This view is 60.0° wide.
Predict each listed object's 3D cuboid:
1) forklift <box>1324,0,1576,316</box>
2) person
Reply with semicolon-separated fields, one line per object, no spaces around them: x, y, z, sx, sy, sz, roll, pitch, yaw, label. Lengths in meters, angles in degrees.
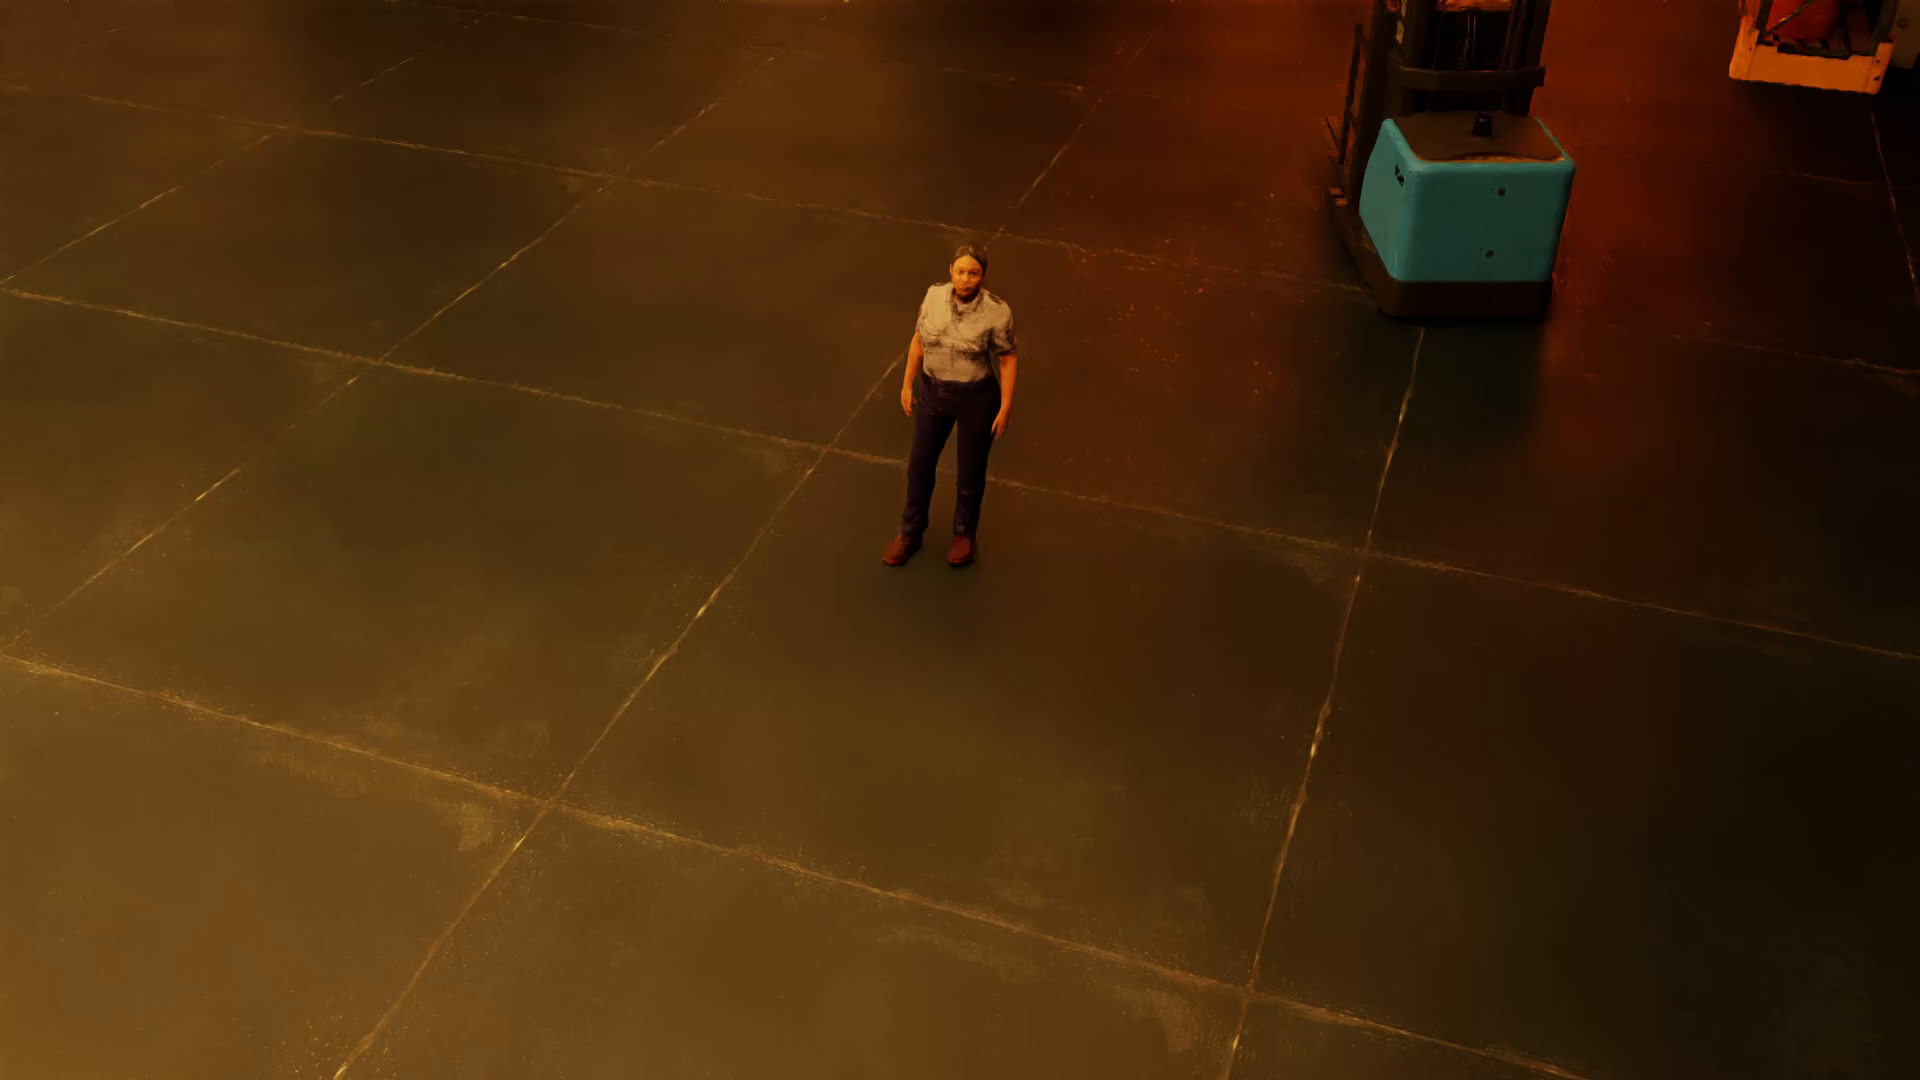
3.200;-3.429;10.947;1.130;2.935;3.031;0;35;0;forklift
-0.051;-0.629;8.104;0.599;1.640;0.502;12;37;16;person
